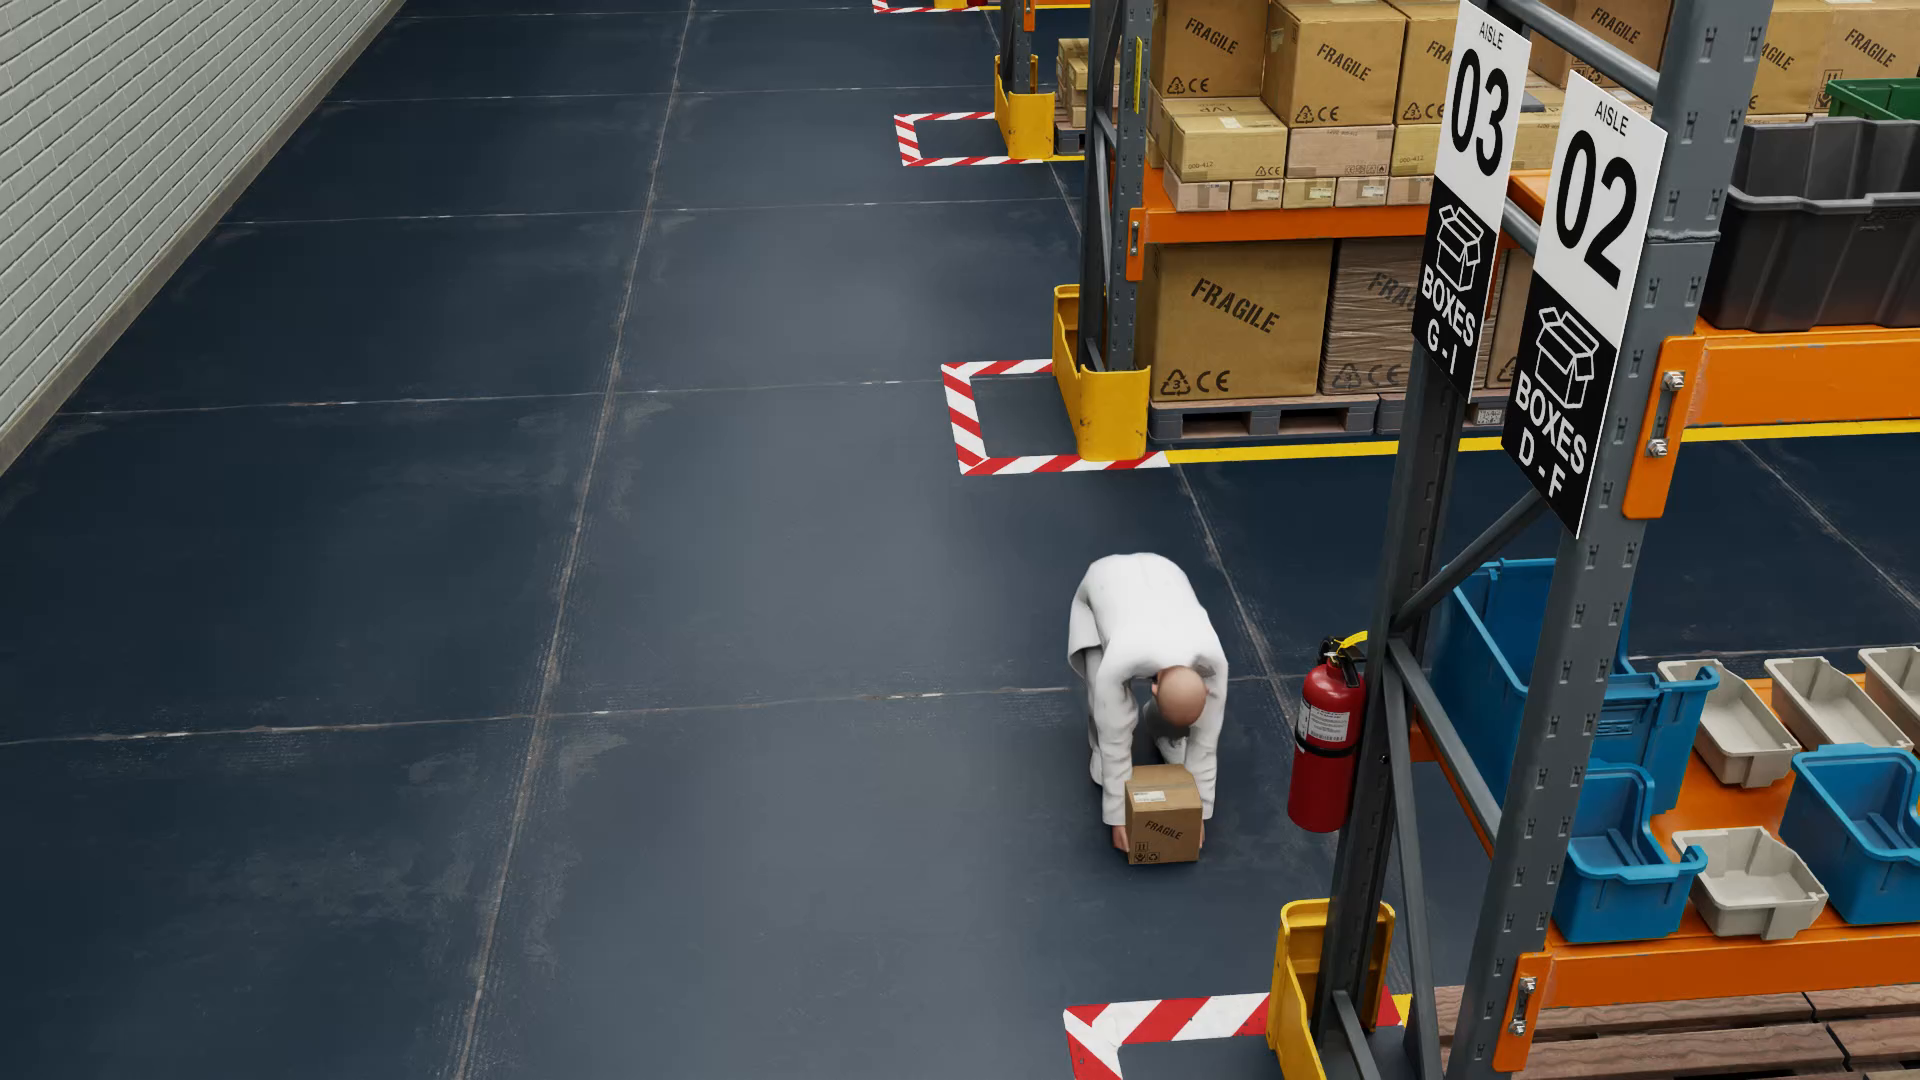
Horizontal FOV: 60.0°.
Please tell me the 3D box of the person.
[{"bbox_3d":[0.696,0.556,6.138,0.585,0.868,0.954,-4,31,-6],"label":"person"}]
